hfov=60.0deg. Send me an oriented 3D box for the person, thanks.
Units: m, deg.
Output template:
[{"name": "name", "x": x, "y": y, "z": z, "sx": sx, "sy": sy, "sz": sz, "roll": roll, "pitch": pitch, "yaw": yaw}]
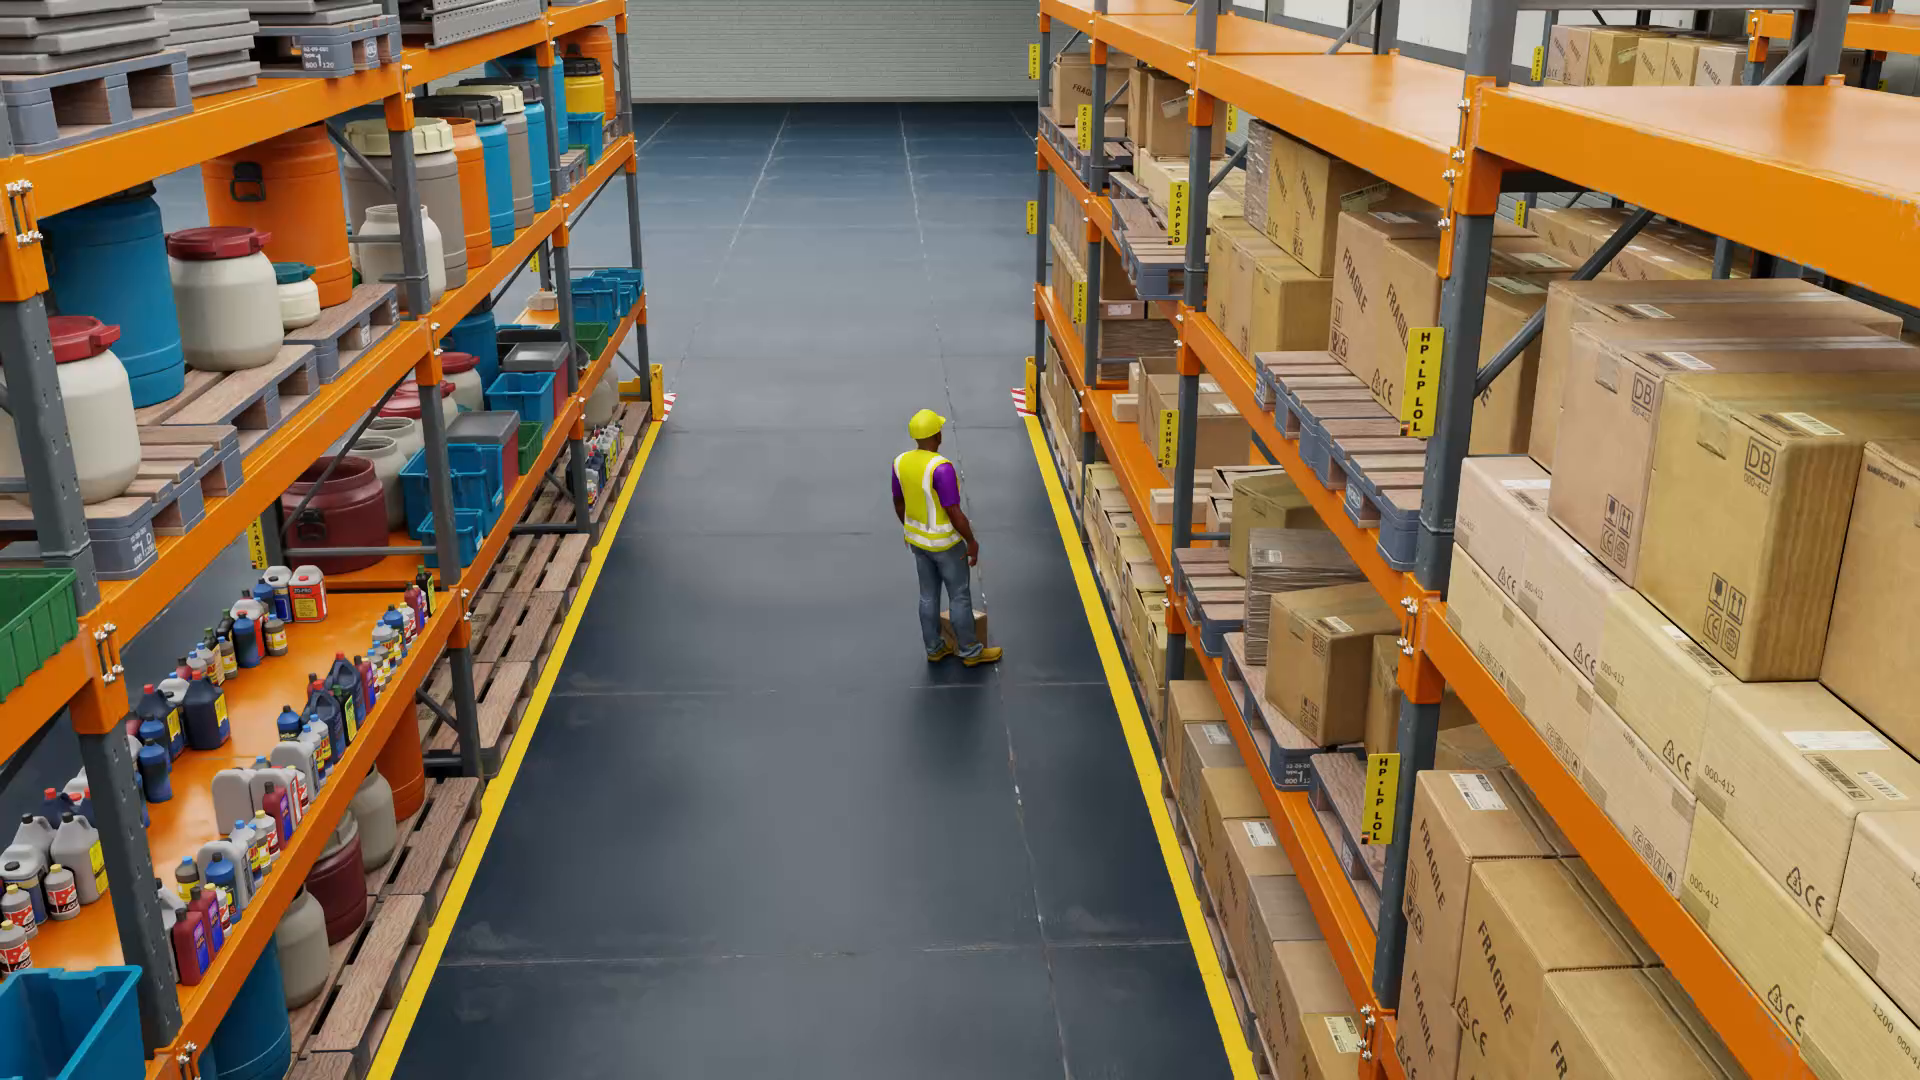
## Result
[{"name": "person", "x": -0.106, "y": -0.031, "z": 11.101, "sx": 0.665, "sy": 1.769, "sz": 0.574, "roll": 19, "pitch": 27, "yaw": 41}]
